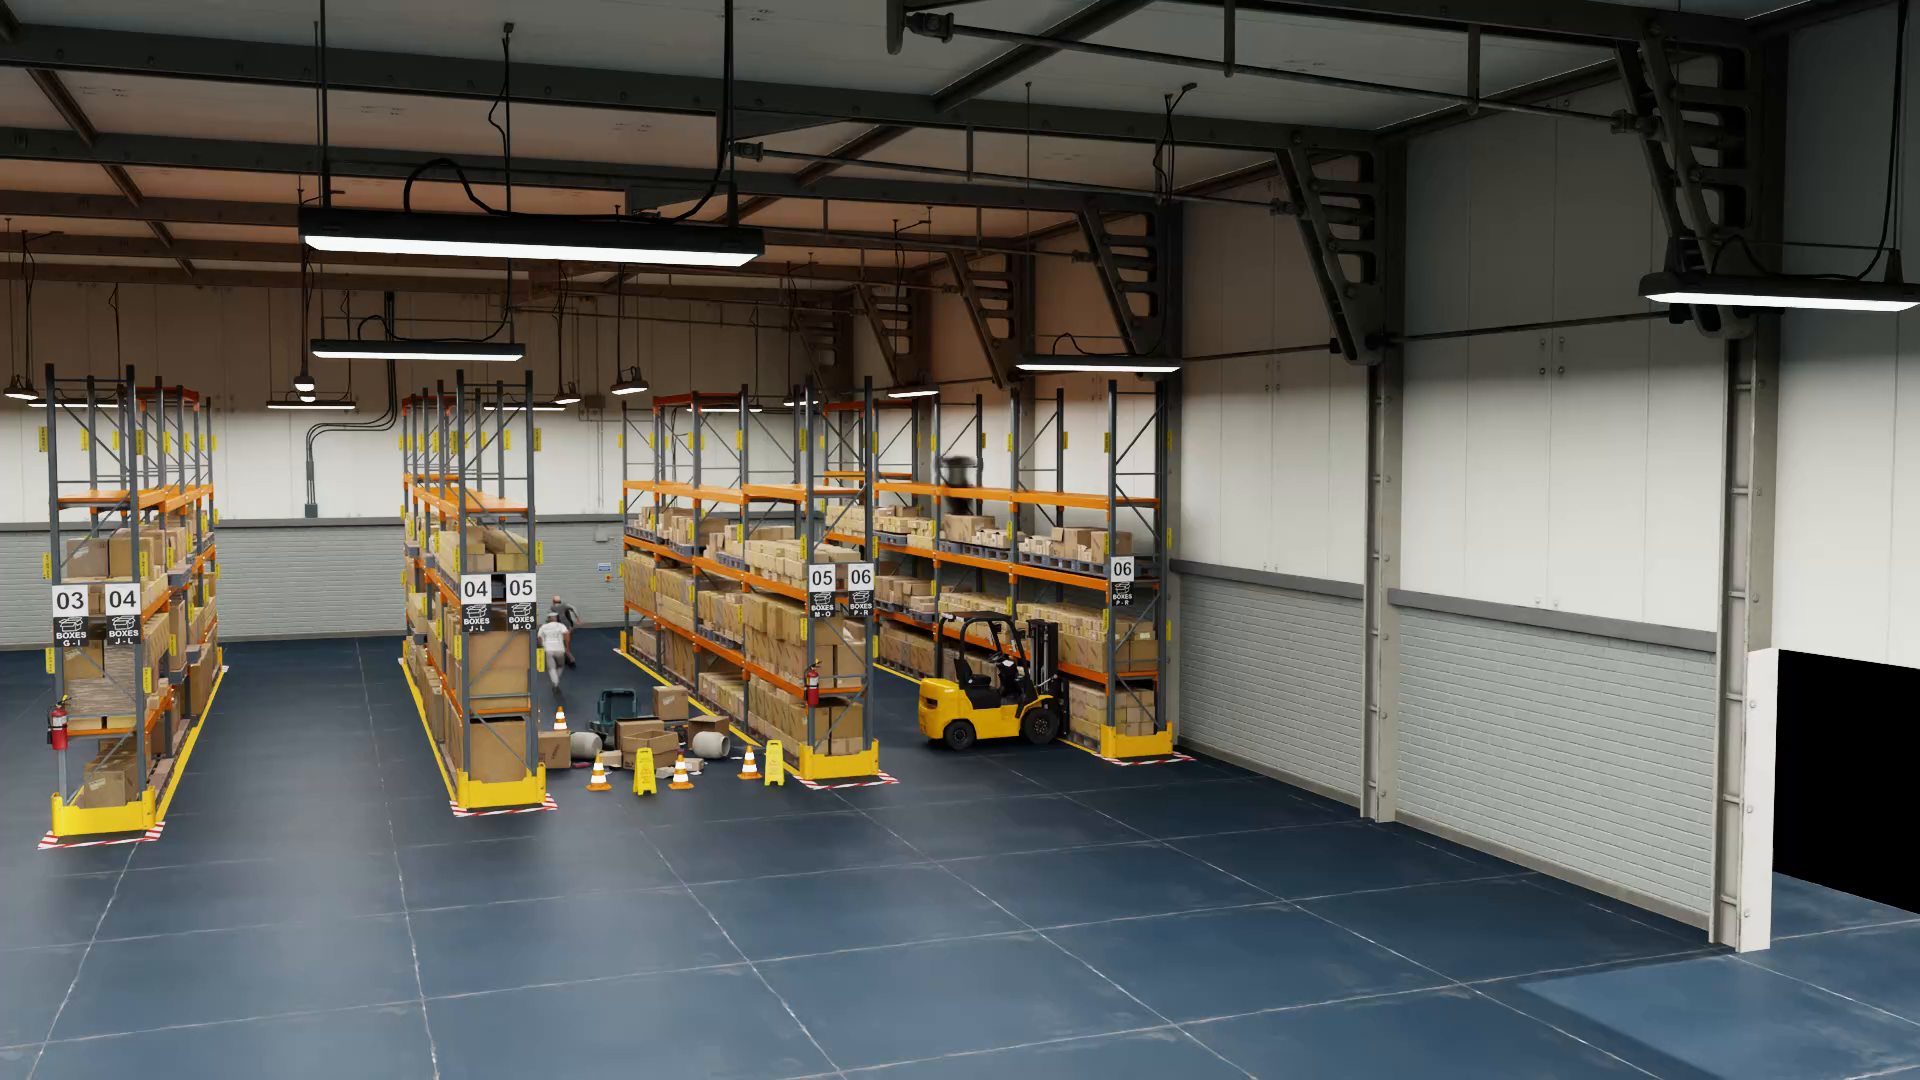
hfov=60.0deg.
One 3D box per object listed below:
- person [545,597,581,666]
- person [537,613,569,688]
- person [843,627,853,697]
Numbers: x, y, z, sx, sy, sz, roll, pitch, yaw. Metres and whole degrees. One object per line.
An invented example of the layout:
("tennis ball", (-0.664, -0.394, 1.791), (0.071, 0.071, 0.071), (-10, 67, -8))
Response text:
("person", (-8.889, 2.048, 37.225), (0.664, 1.517, 1.110), (-2, 4, -30))
("person", (-8.083, 2.233, 33.034), (0.632, 1.491, 1.042), (-1, 3, -14))
("person", (-2.437, 2.302, 31.825), (0.687, 1.709, 0.778), (-2, 4, -34))
